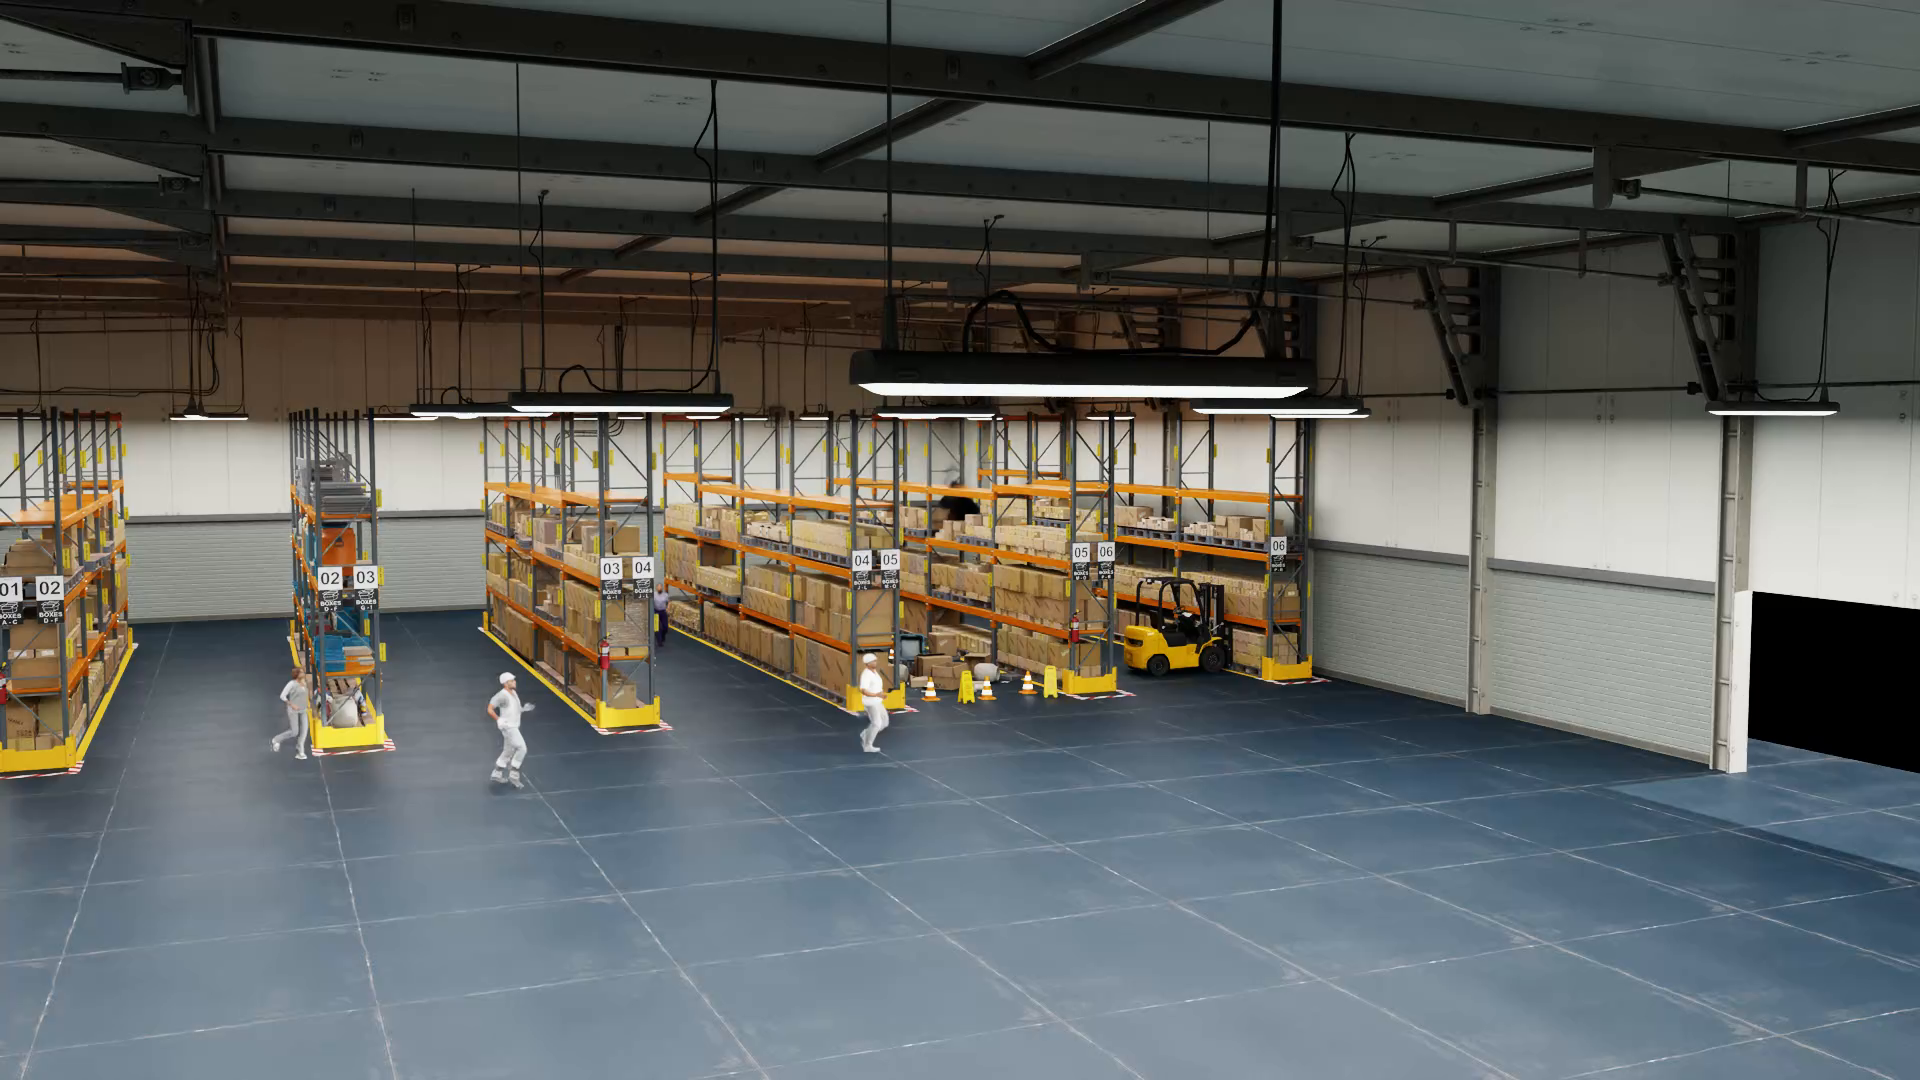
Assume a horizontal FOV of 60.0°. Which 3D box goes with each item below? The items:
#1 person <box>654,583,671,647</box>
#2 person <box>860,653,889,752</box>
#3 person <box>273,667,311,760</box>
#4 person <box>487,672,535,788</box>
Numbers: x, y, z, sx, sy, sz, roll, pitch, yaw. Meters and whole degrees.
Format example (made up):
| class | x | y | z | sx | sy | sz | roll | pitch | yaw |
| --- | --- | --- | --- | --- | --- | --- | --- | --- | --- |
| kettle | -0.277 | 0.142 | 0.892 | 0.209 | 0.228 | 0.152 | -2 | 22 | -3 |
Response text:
| class | x | y | z | sx | sy | sz | roll | pitch | yaw |
| --- | --- | --- | --- | --- | --- | --- | --- | --- | --- |
| person | -7.756 | 1.917 | 42.869 | 0.630 | 1.617 | 0.586 | -1 | 4 | -20 |
| person | -1.482 | 2.829 | 28.930 | 0.585 | 1.719 | 0.691 | 1 | 4 | 13 |
| person | -11.382 | 2.954 | 28.543 | 0.717 | 1.545 | 0.605 | 2 | 4 | 22 |
| person | -7.066 | 3.001 | 26.202 | 0.698 | 1.832 | 0.634 | 0 | 4 | 0 |
